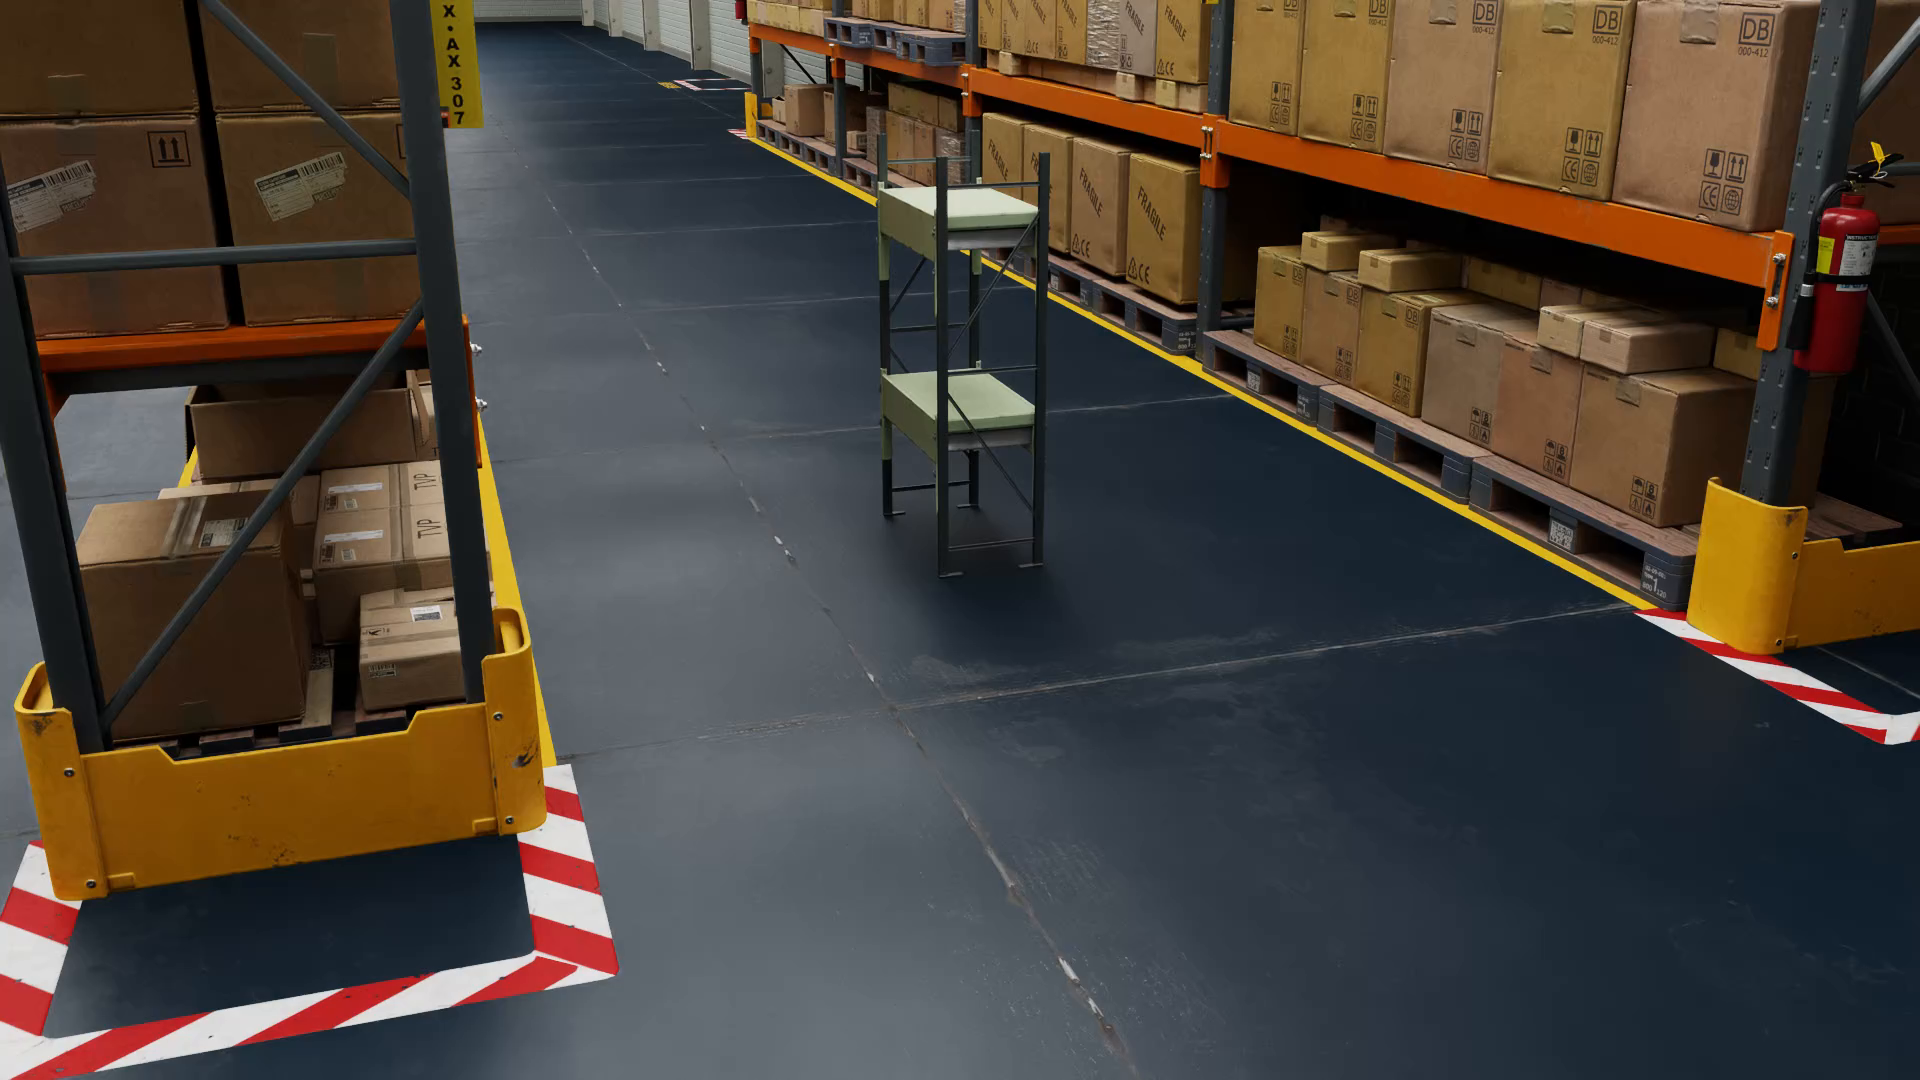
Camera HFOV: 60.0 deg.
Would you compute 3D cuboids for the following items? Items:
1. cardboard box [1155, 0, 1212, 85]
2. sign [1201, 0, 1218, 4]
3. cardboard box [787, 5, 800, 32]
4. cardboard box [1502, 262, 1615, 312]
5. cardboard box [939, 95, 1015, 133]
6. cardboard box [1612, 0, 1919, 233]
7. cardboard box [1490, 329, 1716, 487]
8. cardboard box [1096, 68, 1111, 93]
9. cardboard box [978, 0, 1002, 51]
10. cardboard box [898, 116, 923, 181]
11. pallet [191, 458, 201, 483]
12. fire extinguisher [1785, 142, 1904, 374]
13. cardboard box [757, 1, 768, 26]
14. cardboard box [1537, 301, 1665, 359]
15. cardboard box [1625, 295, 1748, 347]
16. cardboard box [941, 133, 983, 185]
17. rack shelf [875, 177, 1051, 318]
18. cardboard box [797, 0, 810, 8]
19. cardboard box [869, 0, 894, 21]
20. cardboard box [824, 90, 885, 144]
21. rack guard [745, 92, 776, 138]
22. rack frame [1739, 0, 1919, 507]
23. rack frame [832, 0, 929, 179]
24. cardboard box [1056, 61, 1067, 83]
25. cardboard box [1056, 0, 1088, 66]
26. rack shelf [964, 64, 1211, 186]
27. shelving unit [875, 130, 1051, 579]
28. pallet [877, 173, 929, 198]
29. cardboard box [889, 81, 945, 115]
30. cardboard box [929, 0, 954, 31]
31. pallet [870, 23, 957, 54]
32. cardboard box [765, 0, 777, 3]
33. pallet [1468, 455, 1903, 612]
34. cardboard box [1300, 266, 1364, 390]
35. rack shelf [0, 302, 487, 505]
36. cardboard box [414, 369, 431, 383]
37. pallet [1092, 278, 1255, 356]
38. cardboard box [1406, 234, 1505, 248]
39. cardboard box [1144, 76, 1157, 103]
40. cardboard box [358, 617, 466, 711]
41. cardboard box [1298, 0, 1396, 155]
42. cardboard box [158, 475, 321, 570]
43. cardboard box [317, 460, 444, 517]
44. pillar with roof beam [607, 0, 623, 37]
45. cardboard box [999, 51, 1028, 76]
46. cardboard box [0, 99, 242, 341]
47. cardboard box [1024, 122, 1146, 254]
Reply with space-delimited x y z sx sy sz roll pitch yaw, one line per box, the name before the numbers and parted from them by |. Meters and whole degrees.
cardboard box | 1.405 -2.759 9.042 0.500 0.500 0.500 -7 21 -18
sign | 1.277 -2.888 8.424 0.100 0.325 0.005 -6 21 -17
cardboard box | -1.483 -5.387 17.170 0.500 0.250 0.500 -7 21 -18
cardboard box | 2.561 -1.086 7.119 0.380 0.149 0.250 -6 21 -17
cardboard box | 0.137 -3.523 13.726 0.500 0.250 0.500 -6 21 -16
cardboard box | 2.877 -1.461 5.603 0.980 0.700 0.700 -5 20 -15
cardboard box | 2.574 -0.553 6.596 0.700 0.500 0.500 -6 21 -17
cardboard box | 1.057 -2.823 10.180 0.380 0.149 0.250 -7 21 -19
cardboard box | 0.442 -3.738 11.769 0.500 0.500 0.500 -6 21 -16
cardboard box | -0.146 -3.476 14.703 0.700 0.500 0.500 -6 21 -17
pallet | -2.697 -0.381 7.164 1.003 0.211 1.213 -6 21 -17
fire extinguisher | 2.656 -0.848 5.006 0.296 0.674 0.183 -6 21 -17
cardboard box | -1.954 -5.875 18.529 0.500 0.250 0.500 -7 21 -19
cardboard box | 2.437 -0.802 6.328 0.380 0.149 0.250 -6 21 -16
cardboard box | 2.801 -0.841 6.439 0.380 0.149 0.250 -6 21 -17
cardboard box | 0.256 -2.981 13.325 0.700 0.500 0.500 -6 21 -16
rack shelf | -0.002 -1.075 6.037 0.431 0.370 0.720 -6 21 -17
cardboard box | -1.330 -5.578 16.593 0.500 0.500 0.500 -7 21 -18
cardboard box | -0.429 -4.915 14.865 0.700 0.500 0.500 -4 20 -12
cardboard box | -1.089 -4.368 17.186 0.500 0.500 0.500 -8 21 -21
rack guard | -1.958 -5.091 19.851 1.175 0.500 0.348 -6 21 -17
rack frame | 3.047 -1.157 5.201 1.000 3.000 0.127 -6 21 -17
rack frame | -0.725 -5.008 15.923 1.000 3.000 0.127 -6 21 -17
cardboard box | 0.847 -3.076 10.884 0.380 0.149 0.250 -6 21 -16
cardboard box | 0.924 -3.243 10.391 0.500 0.500 0.500 -6 21 -16
rack shelf | 1.161 -2.744 10.684 1.077 0.370 4.000 -6 21 -17
shelving unit | -0.002 -0.708 6.169 0.431 1.500 0.755 -6 21 -17
pallet | -0.092 -3.054 14.607 1.003 0.211 1.213 -6 21 -17
cardboard box | -0.336 -4.016 15.099 0.500 0.250 0.500 -7 21 -18
cardboard box | 0.174 -4.305 13.166 0.700 0.500 0.500 -8 21 -22
pallet | -0.129 -4.265 14.138 1.003 0.211 1.213 -6 21 -17
cardboard box | -1.815 -6.072 17.968 0.500 0.500 0.500 -7 21 -19
pallet | 2.721 -0.093 6.364 1.003 0.211 1.213 -6 21 -17
cardboard box | 2.082 -1.050 7.978 0.700 0.500 0.500 -7 21 -18
rack shelf | -2.283 -0.933 5.641 1.077 0.370 4.000 -6 21 -17
cardboard box | -2.464 -0.791 7.229 0.500 0.500 0.500 -6 21 -17
pallet | 1.475 -1.368 9.914 1.003 0.211 1.213 -6 21 -17
cardboard box | 2.321 -1.331 7.801 0.380 0.149 0.250 -7 21 -19
cardboard box | 1.274 -2.577 9.496 0.380 0.149 0.250 -6 21 -16
cardboard box | -1.460 0.334 4.616 0.380 0.149 0.250 -6 21 -17
cardboard box | 2.169 -2.172 7.581 0.980 0.700 0.700 -7 21 -19
cardboard box | -2.330 0.001 5.394 0.500 0.250 0.500 -6 21 -17
cardboard box | -1.871 -0.068 5.586 0.500 0.250 0.500 -6 21 -17
pillar with roof beam | -12.571 -16.227 38.282 9.100 9.000 0.400 -6 21 -17
cardboard box | 0.490 -3.309 11.535 0.380 0.149 0.250 -6 21 -16
cardboard box | -2.054 -0.792 4.035 0.500 0.500 0.500 -6 21 -16
cardboard box | 0.908 -2.379 11.161 0.750 0.750 0.750 -6 21 -17
